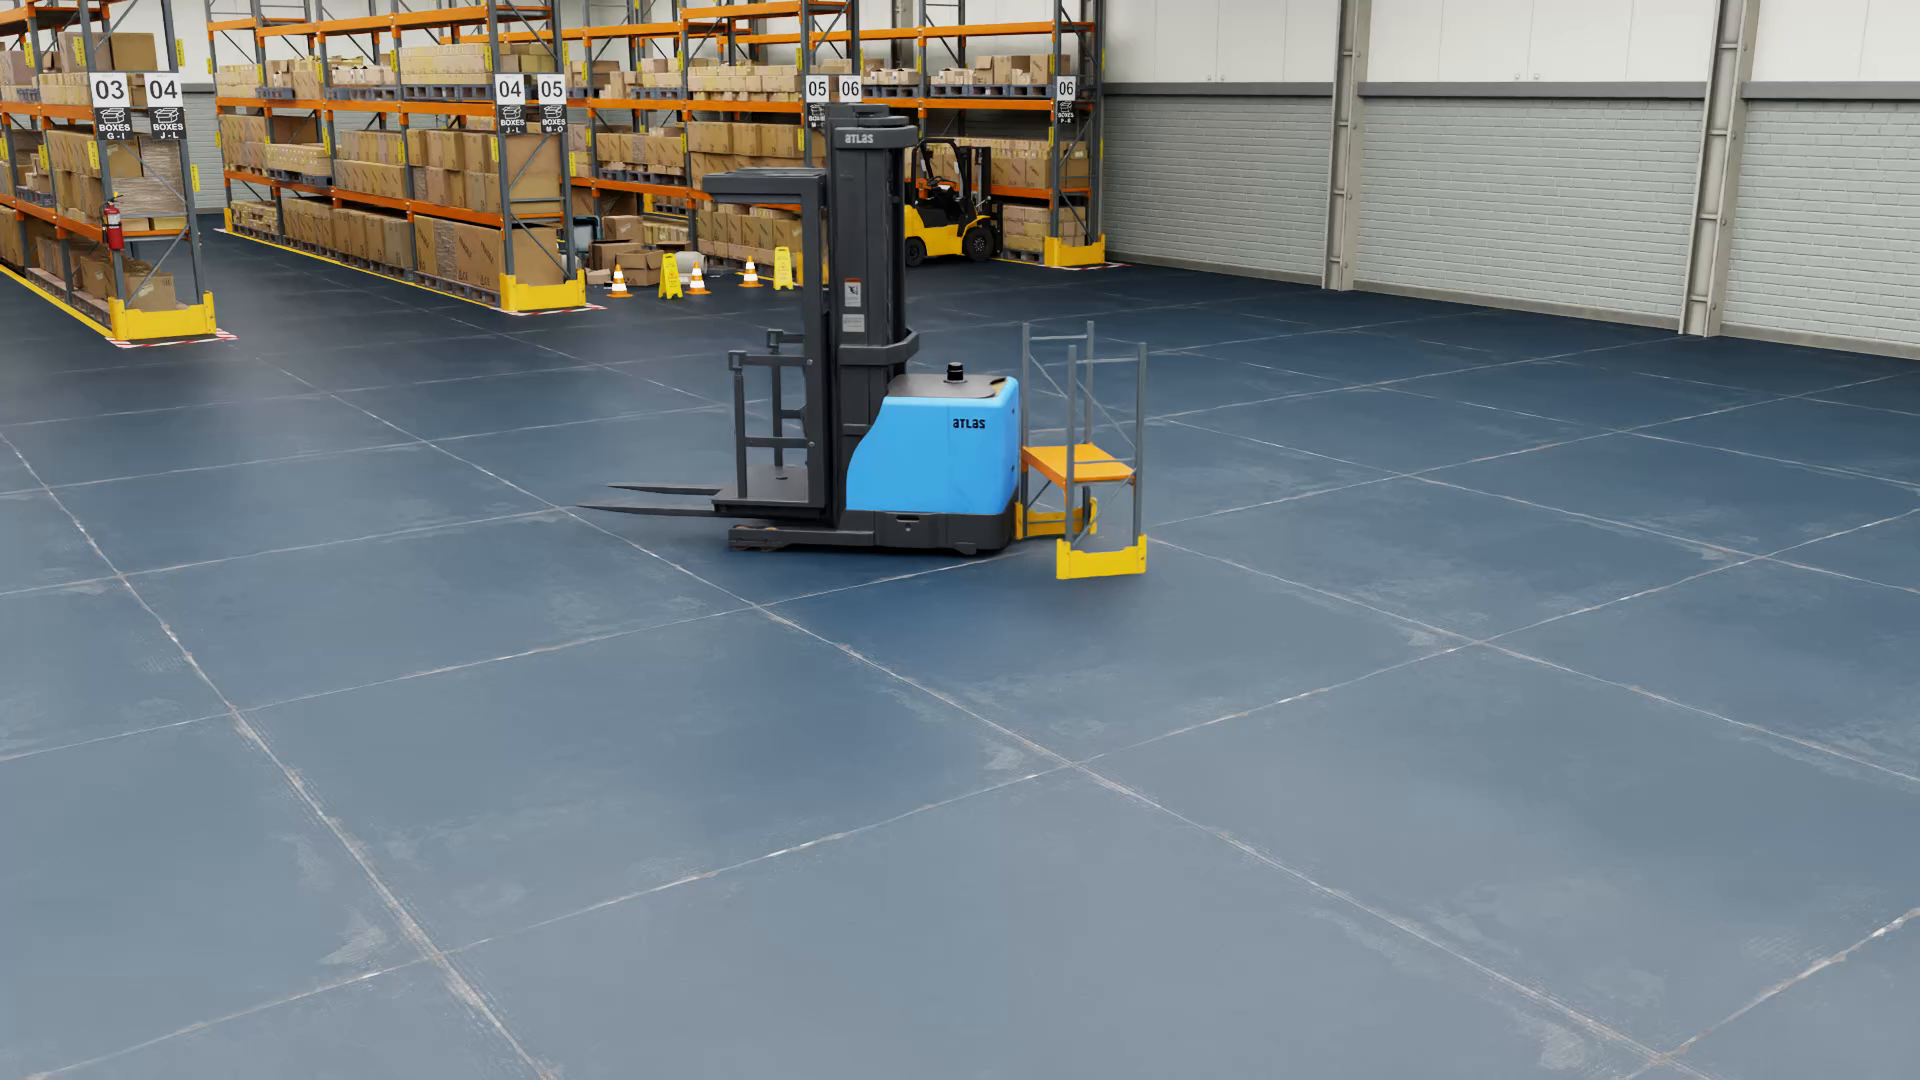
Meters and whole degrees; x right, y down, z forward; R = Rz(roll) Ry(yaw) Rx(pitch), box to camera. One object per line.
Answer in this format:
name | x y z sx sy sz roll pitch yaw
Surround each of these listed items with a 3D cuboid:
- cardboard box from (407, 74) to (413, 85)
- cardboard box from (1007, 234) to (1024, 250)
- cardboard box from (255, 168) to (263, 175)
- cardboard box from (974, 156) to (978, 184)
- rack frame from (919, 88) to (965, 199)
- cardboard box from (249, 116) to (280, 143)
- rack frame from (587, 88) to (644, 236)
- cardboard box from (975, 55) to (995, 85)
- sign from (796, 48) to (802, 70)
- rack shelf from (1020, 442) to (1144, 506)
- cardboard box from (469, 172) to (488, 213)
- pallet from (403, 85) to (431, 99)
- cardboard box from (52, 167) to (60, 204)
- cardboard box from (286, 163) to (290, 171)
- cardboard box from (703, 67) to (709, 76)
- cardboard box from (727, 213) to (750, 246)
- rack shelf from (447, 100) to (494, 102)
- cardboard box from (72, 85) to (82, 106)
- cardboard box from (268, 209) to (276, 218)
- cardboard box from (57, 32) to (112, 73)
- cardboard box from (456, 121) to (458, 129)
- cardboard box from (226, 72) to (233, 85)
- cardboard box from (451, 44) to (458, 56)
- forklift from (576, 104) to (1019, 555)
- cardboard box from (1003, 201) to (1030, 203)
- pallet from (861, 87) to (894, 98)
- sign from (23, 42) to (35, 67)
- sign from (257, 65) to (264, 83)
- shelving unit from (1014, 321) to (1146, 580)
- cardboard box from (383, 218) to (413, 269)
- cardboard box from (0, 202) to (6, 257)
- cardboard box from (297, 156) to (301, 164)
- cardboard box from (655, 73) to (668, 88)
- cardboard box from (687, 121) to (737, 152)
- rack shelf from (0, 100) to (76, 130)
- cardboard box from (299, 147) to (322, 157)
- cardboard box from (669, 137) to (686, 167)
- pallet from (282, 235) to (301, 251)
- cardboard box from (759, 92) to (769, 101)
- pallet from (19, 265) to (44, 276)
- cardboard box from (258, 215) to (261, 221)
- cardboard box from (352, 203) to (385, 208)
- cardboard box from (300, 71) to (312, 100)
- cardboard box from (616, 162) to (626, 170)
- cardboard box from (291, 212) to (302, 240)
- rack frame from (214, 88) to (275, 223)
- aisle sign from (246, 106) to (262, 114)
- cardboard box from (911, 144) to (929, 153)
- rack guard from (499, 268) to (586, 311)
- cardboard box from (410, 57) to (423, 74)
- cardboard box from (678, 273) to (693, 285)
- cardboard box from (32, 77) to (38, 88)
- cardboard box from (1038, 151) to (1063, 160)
cardboard box | -8.201 -7.018 25.345 0.380 0.149 0.250 -11 19 -34
cardboard box | 1.199 -5.370 29.926 0.500 0.250 0.500 -11 19 -35
cardboard box | -14.019 -7.456 33.611 0.380 0.149 0.250 -12 19 -37
cardboard box | 0.610 -6.774 30.455 0.500 0.500 0.500 -11 19 -34
rack frame | -0.337 -7.189 32.158 1.000 3.000 0.127 -11 19 -35
cardboard box | -13.801 -8.178 33.125 0.500 0.500 0.500 -12 19 -36
rack frame | -6.701 -7.271 32.461 1.000 3.000 0.127 -11 19 -35
cardboard box | 0.723 -8.504 30.100 0.797 0.503 0.637 -10 18 -33
sign | -2.458 -7.355 25.408 0.100 0.325 0.005 -11 19 -35
rack shelf | 0.793 -0.450 11.061 0.538 0.185 1.000 -4 16 -14
cardboard box | -6.538 -5.032 23.994 0.875 0.550 0.550 -11 19 -35
pallet | -7.822 -6.855 25.426 1.003 0.211 1.213 -11 19 -35
cardboard box | -12.151 -4.965 23.282 0.875 0.500 0.500 -11 19 -35
cardboard box | -12.366 -6.983 31.090 0.380 0.149 0.250 -11 19 -36
cardboard box | -4.104 -7.901 28.044 0.380 0.149 0.250 -12 19 -36
cardboard box | -3.593 -5.264 28.119 0.500 0.500 0.500 -10 18 -32
rack shelf | -10.229 -9.652 36.841 1.077 0.370 4.000 -11 19 -35
cardboard box | -10.799 -5.569 20.843 0.500 0.250 0.500 -11 19 -34
cardboard box | -13.600 -6.534 33.245 0.380 0.149 0.250 -11 19 -34
cardboard box | -11.130 -6.196 21.151 0.500 0.500 0.500 -11 19 -35
cardboard box | -11.044 -9.254 37.622 0.500 0.500 0.500 -11 19 -36
cardboard box | -14.707 -9.450 34.077 0.500 0.250 0.500 -11 19 -34
cardboard box | -7.010 -6.970 23.660 0.380 0.149 0.250 -11 19 -34
forklift | -1.136 -1.470 11.394 3.031 2.935 1.130 2 15 8
cardboard box | 1.008 -6.150 30.883 0.500 0.250 0.500 -11 19 -36
pallet | -1.557 -9.029 33.559 1.003 0.211 1.213 -10 18 -32
sign | -12.812 -6.678 22.887 0.100 0.325 0.005 -11 19 -35
sign | -13.432 -8.946 31.918 0.100 0.325 0.005 -11 19 -35
shelving unit | 0.791 -0.626 11.022 0.587 1.500 1.083 -4 16 -14
cardboard box | -8.732 -4.863 27.129 1.050 0.750 0.750 -11 19 -35
cardboard box | -16.151 -5.441 29.002 1.225 0.875 0.875 -12 19 -36
cardboard box | -11.911 -6.961 30.443 0.380 0.149 0.250 -11 19 -35
cardboard box | -5.104 -8.205 29.680 0.500 0.250 0.500 -11 19 -34
cardboard box | -4.266 -6.964 28.690 0.700 0.500 0.500 -11 19 -35
rack shelf | -13.542 -6.406 24.980 1.077 0.370 4.000 -11 19 -35
cardboard box | -11.765 -7.050 30.205 0.380 0.149 0.250 -10 18 -33
cardboard box | -4.807 -6.875 29.463 0.500 0.500 0.500 -11 19 -36
pallet | -12.539 -5.825 32.457 1.003 0.211 1.213 -11 19 -35
cardboard box | -3.015 -7.142 26.782 0.380 0.149 0.250 -11 19 -35
pallet | -15.120 -4.568 27.867 1.003 0.211 1.213 -11 19 -35
cardboard box | -14.156 -6.615 34.106 0.380 0.149 0.250 -12 19 -37
cardboard box | -10.856 -6.025 30.426 0.500 0.250 0.500 -12 19 -37
cardboard box | -11.492 -8.164 29.850 0.500 0.500 0.500 -11 19 -35
cardboard box | -6.253 -7.061 31.374 0.380 0.149 0.250 -11 19 -34
cardboard box | -12.466 -6.021 31.832 0.500 0.500 0.500 -10 18 -32
rack frame | -15.350 -8.190 35.817 1.000 3.000 0.127 -11 19 -35
aisle sign | -15.150 -9.506 35.701 0.394 0.787 0.004 -11 19 -35
cardboard box | -0.717 -7.588 32.200 0.380 0.149 0.250 -10 18 -33
rack guard | -5.928 -3.562 23.645 1.175 0.500 0.348 -11 19 -35
cardboard box | -7.935 -7.141 25.037 0.500 0.250 0.500 -11 19 -35
cardboard box | -4.402 -4.154 26.473 0.380 0.149 0.250 -2 15 -6
cardboard box | -13.549 -6.801 24.706 0.380 0.166 0.250 -12 19 -36
cardboard box | 1.585 -6.726 29.050 0.380 0.149 0.250 -11 19 -34
